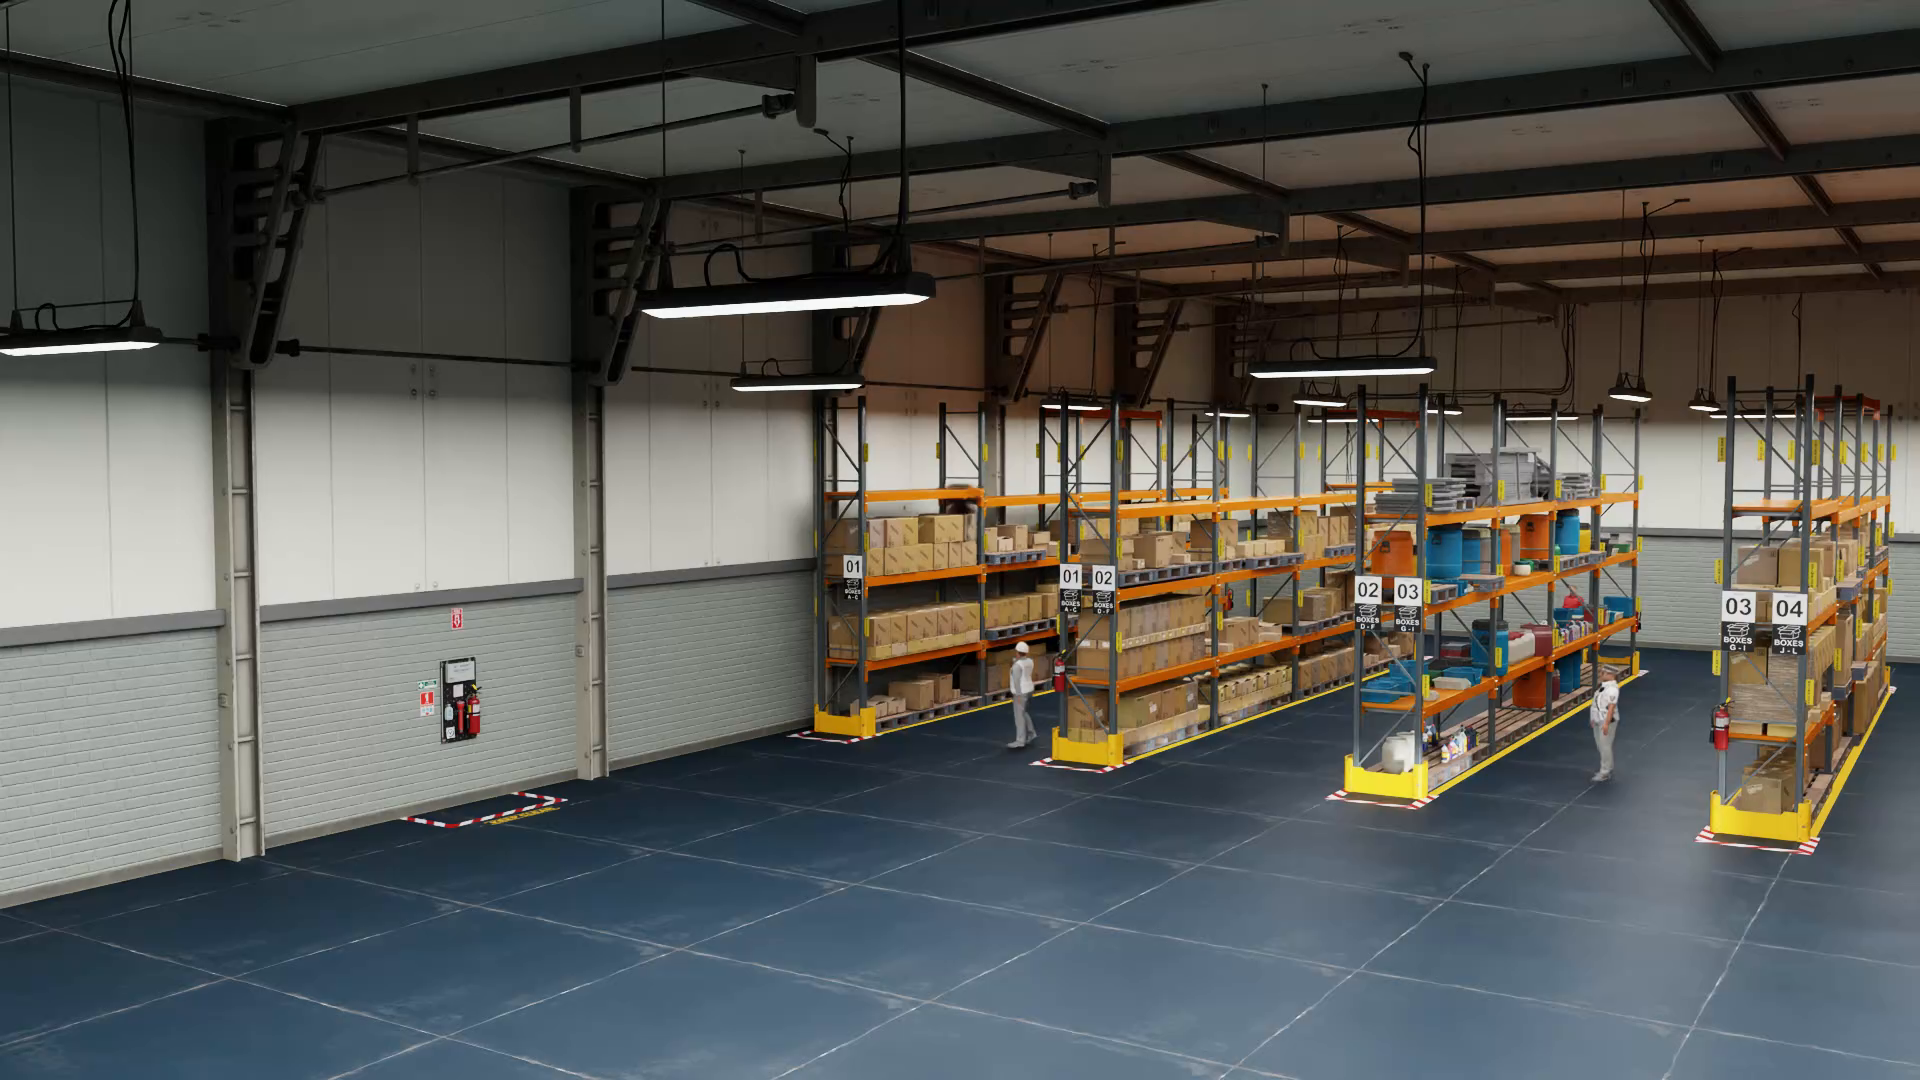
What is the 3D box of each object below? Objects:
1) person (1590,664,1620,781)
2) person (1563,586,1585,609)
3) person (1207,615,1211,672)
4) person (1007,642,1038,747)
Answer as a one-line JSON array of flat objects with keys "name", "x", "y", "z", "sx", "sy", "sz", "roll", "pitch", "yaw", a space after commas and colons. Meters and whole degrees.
[{"name": "person", "x": 9.885, "y": 2.792, "z": 25.547, "sx": 0.523, "sy": 1.788, "sz": 0.552, "roll": -1, "pitch": 3, "yaw": -10}, {"name": "person", "x": 15.132, "y": 2.003, "z": 41.040, "sx": 0.548, "sy": 1.750, "sz": 0.529, "roll": 1, "pitch": 3, "yaw": 22}, {"name": "person", "x": 5.373, "y": 2.356, "z": 35.556, "sx": 0.472, "sy": 1.546, "sz": 0.865, "roll": 2, "pitch": 4, "yaw": 36}, {"name": "person", "x": 1.055, "y": 2.619, "z": 28.306, "sx": 0.387, "sy": 1.786, "sz": 0.617, "roll": 2, "pitch": 3, "yaw": 30}]
